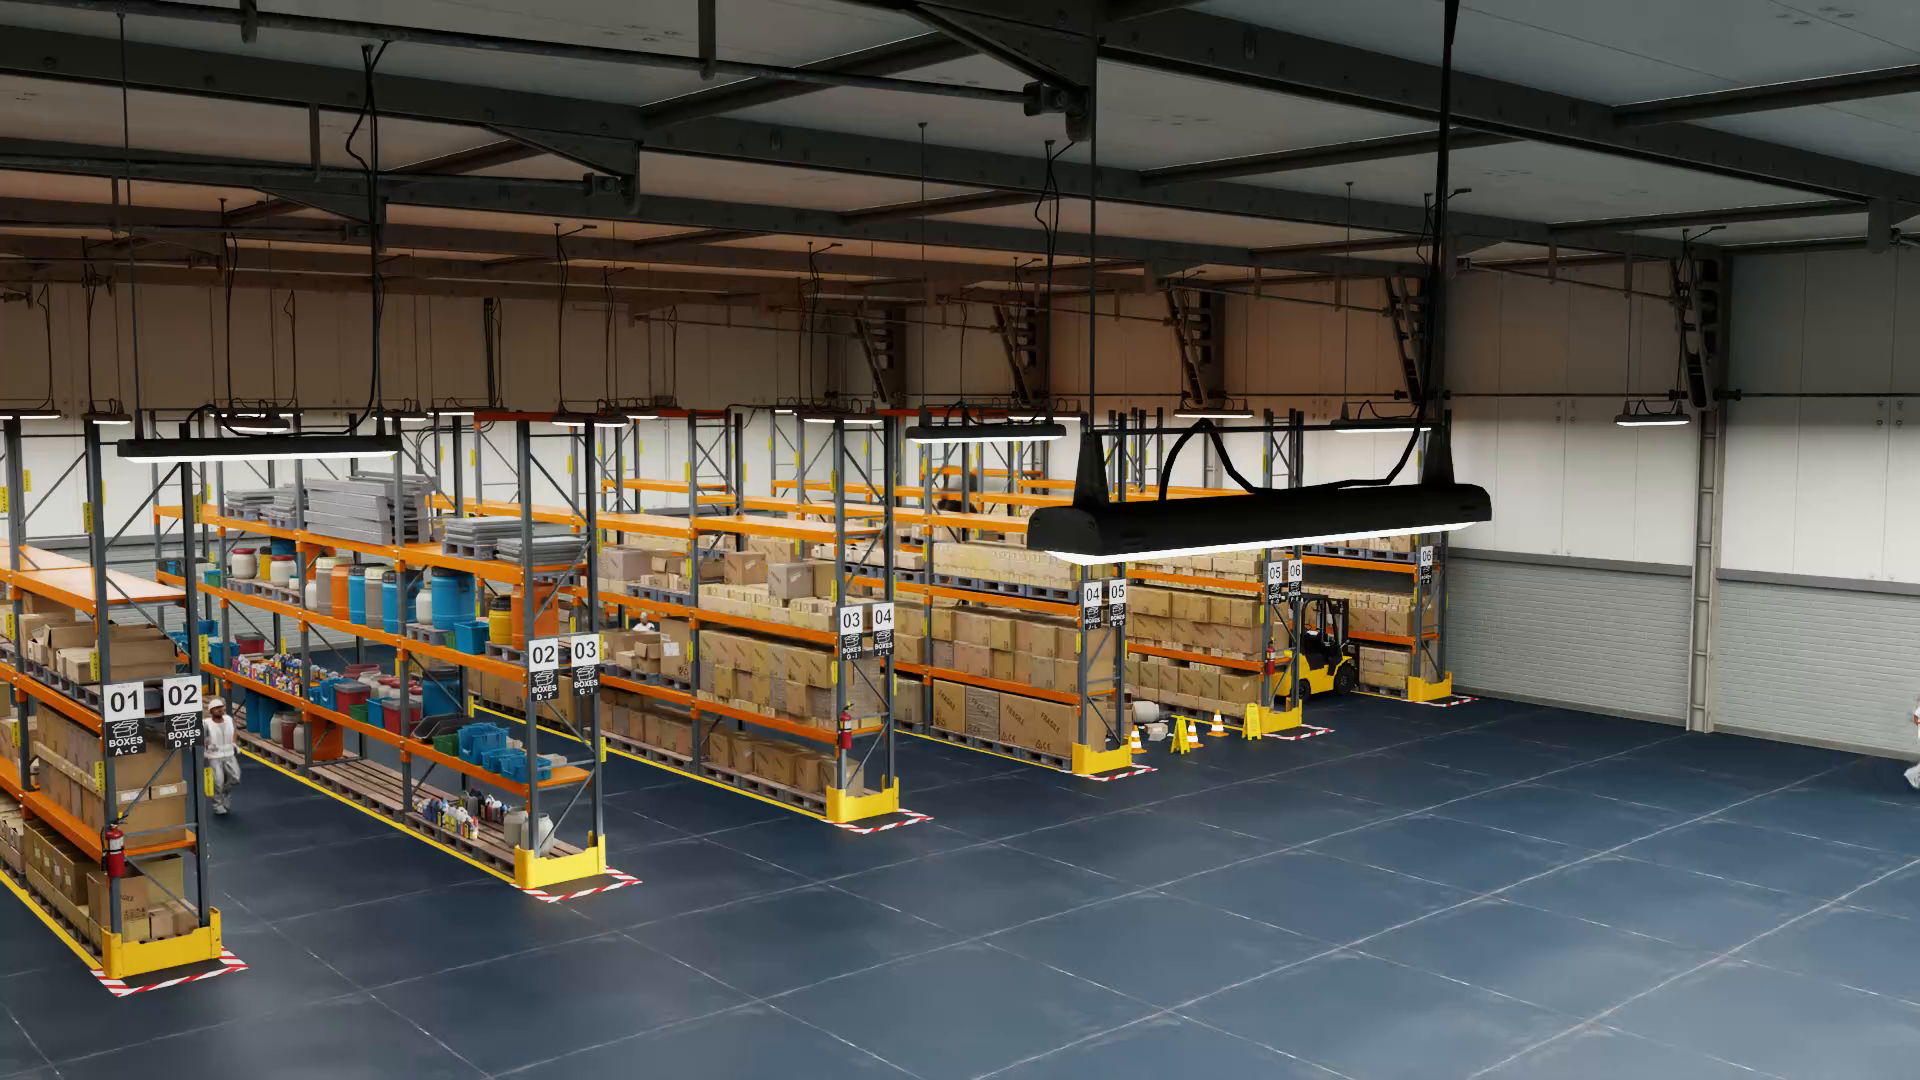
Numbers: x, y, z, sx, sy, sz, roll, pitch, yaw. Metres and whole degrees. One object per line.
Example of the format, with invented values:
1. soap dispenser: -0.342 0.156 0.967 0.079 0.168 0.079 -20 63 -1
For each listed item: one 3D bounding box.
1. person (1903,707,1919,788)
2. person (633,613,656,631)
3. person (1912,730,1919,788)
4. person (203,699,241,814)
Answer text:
1. person: 15.286 3.170 26.220 0.815 1.739 0.689 0 5 5
2. person: -6.753 2.377 35.875 0.616 1.630 0.508 -3 6 -35
3. person: 15.502 3.217 26.544 0.536 1.556 0.526 3 6 28
4. person: -11.083 3.260 24.983 0.589 1.737 0.669 4 7 42
